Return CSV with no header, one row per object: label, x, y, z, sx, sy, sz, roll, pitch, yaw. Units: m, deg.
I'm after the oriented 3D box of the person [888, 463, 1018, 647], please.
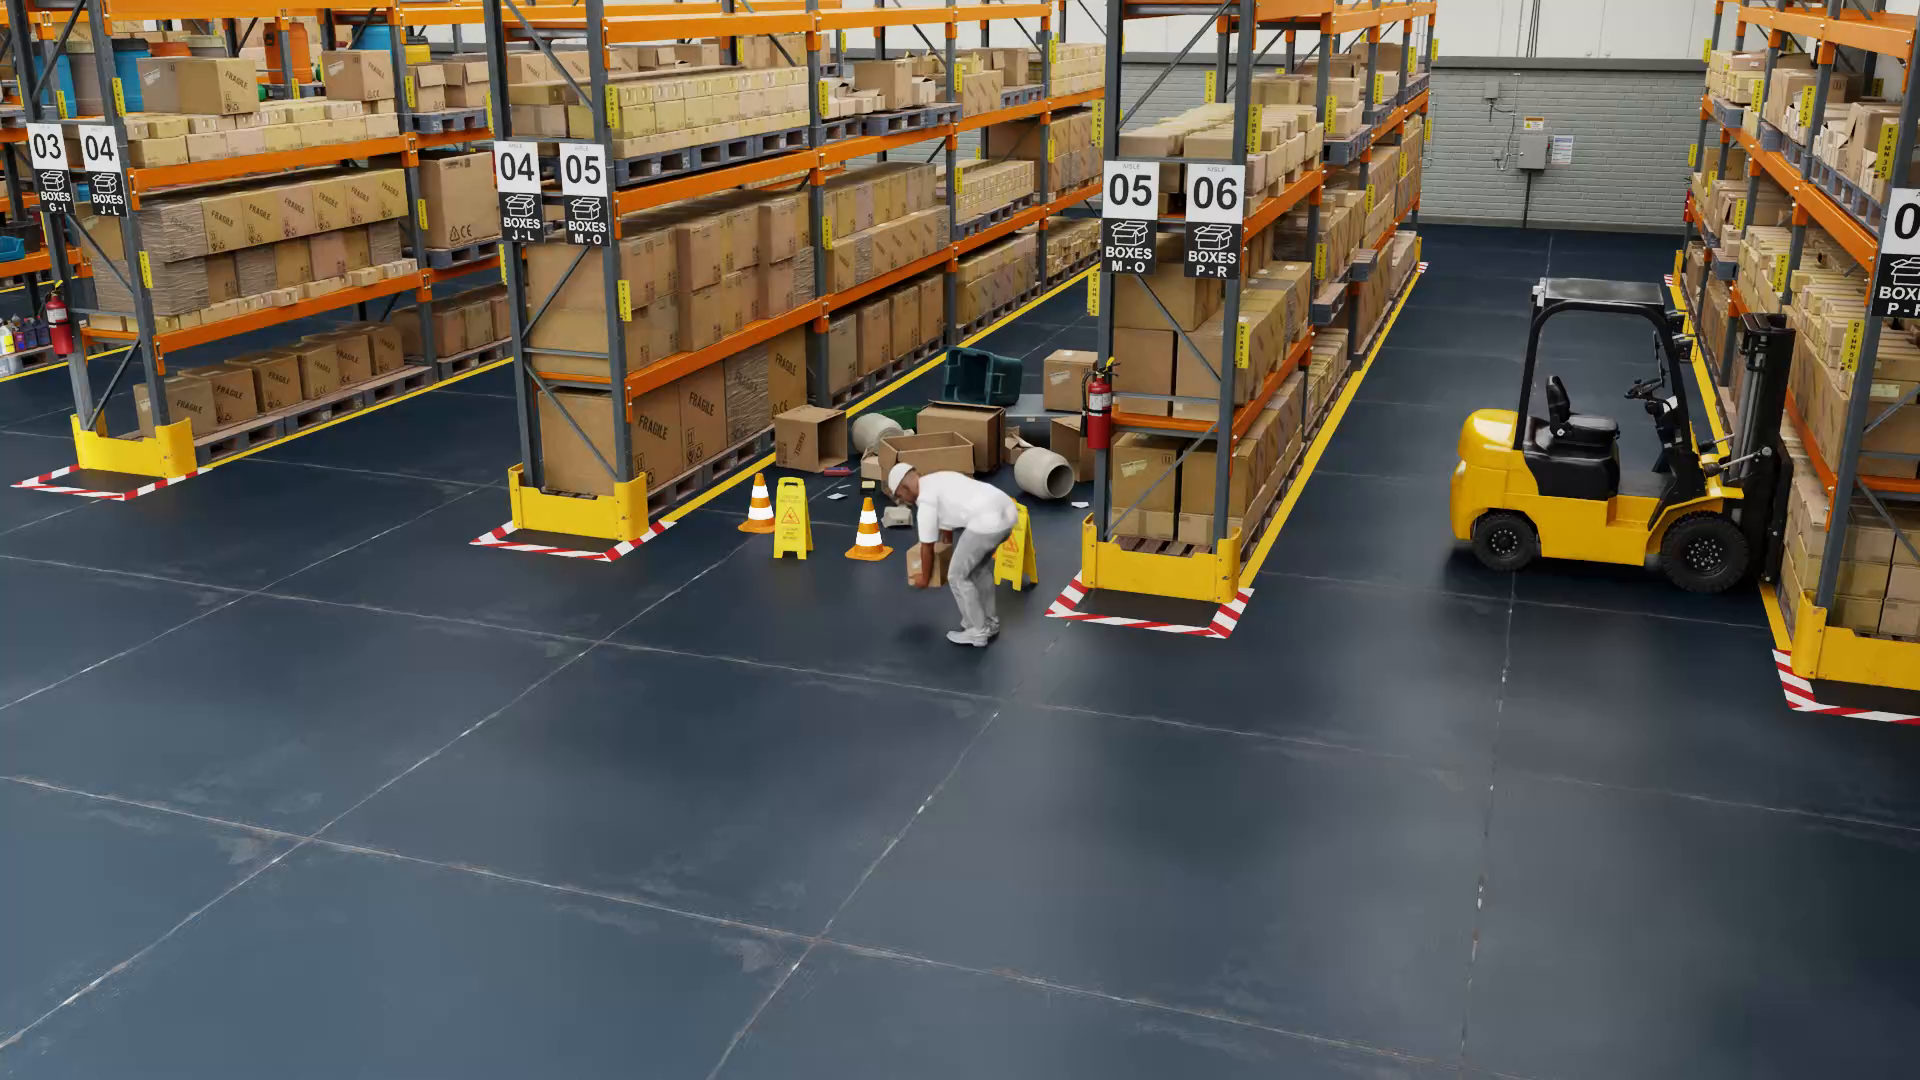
person,-0.075,0.086,11.662,0.967,1.192,0.476,10,21,27
